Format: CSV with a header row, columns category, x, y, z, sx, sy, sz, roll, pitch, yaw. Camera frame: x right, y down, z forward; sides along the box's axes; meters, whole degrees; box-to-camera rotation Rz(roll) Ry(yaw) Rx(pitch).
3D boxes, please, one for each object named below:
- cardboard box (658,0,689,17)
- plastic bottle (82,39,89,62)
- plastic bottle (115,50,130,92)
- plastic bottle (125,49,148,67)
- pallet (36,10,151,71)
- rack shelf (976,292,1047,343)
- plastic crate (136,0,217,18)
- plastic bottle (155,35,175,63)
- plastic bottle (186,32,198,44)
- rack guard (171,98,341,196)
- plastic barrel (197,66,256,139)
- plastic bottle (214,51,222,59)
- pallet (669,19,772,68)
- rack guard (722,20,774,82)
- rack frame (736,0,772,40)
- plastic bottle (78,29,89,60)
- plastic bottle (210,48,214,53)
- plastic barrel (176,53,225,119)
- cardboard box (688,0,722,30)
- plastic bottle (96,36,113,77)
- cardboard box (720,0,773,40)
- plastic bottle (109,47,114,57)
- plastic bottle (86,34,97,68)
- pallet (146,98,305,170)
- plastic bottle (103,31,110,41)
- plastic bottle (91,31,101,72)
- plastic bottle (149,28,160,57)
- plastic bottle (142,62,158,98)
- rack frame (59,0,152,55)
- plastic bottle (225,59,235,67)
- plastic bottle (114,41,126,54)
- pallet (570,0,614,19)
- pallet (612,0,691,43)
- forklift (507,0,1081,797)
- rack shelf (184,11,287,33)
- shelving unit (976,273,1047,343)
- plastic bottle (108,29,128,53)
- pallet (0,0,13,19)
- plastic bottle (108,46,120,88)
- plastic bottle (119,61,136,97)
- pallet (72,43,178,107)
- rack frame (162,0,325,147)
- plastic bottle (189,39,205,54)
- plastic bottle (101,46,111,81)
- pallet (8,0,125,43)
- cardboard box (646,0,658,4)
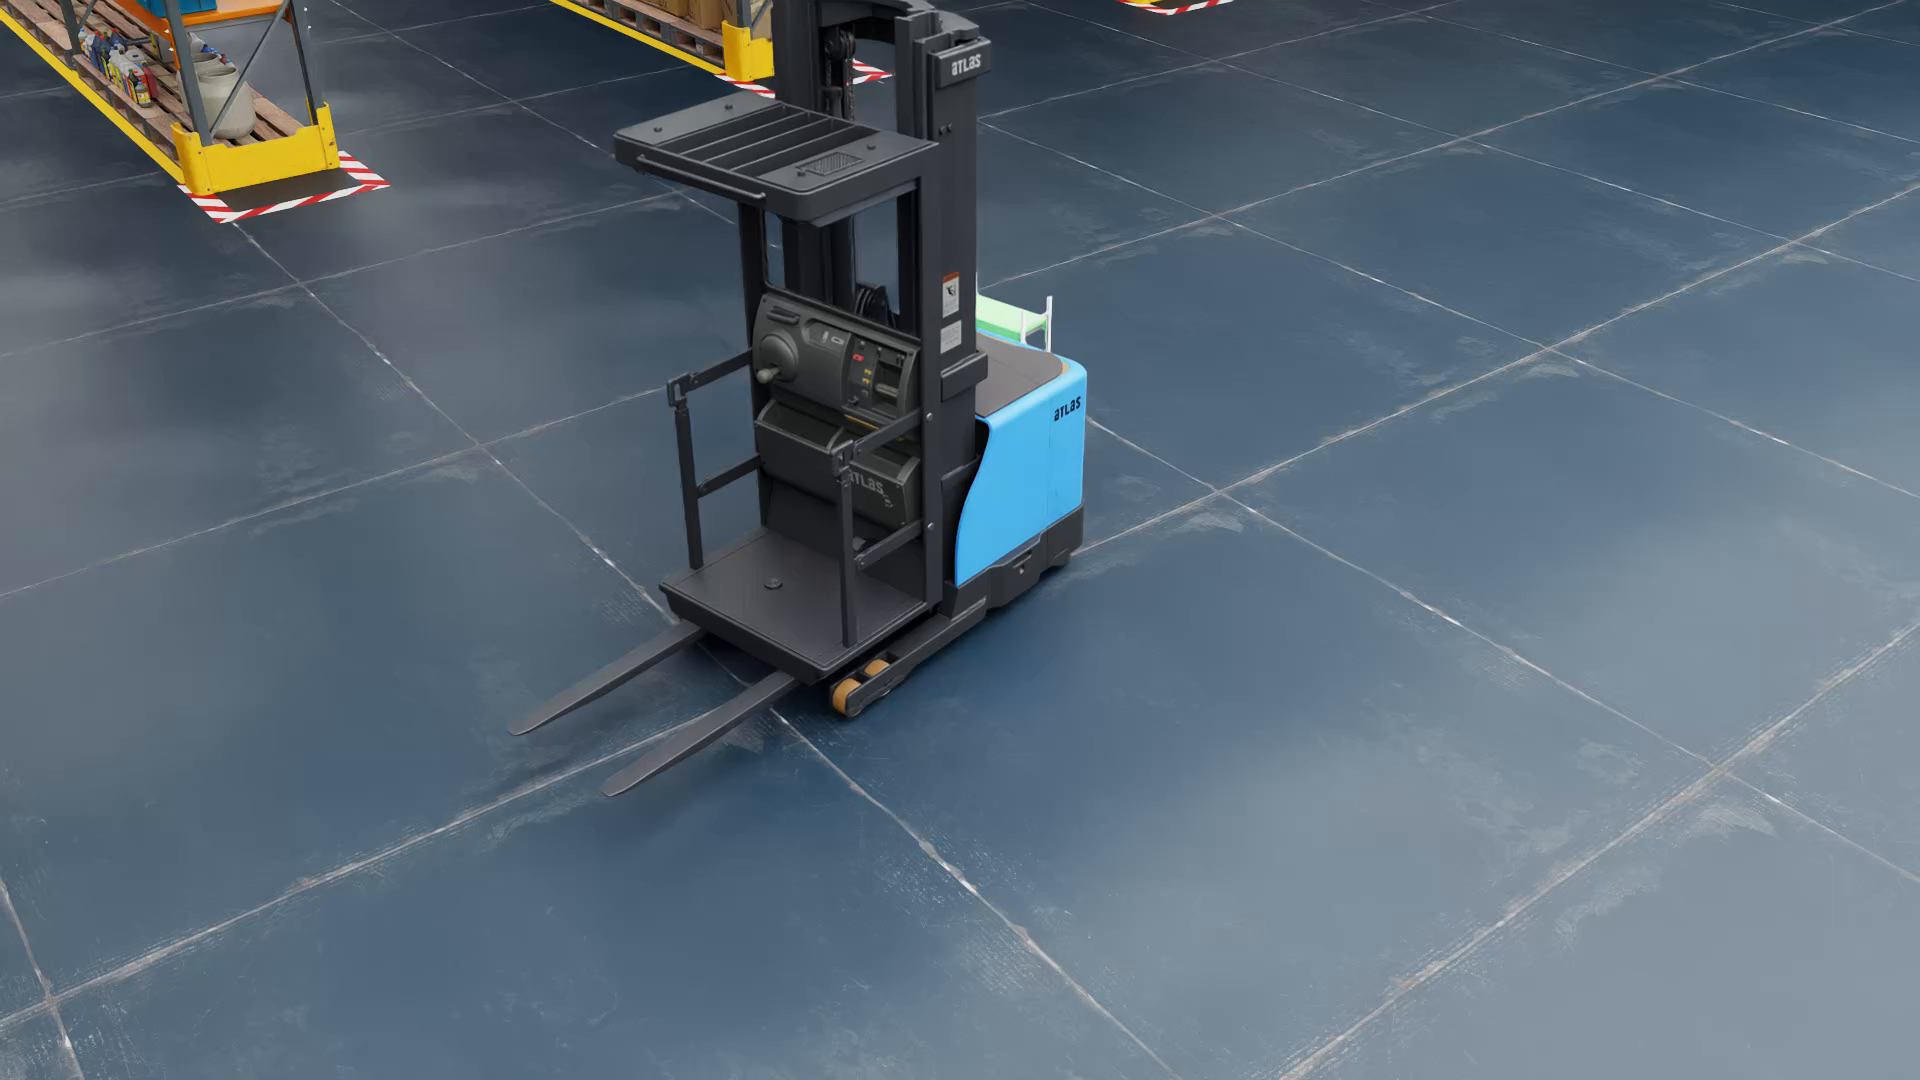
category,x,y,z,sx,sy,sz,roll,pitch,yaw
cardboard box,-2.789,-5.710,17.071,0.500,0.500,0.500,-19,36,-27
plastic bottle,-8.111,-4.568,15.497,0.097,0.201,0.097,0,32,0
plastic bottle,-7.364,-4.145,14.674,0.144,0.351,0.185,-21,37,-29
plastic bottle,-7.377,-4.249,14.912,0.152,0.276,0.135,-22,38,-31
pallet,-8.534,-5.017,16.628,1.003,0.211,1.213,-22,38,-31
rack shelf,0.197,-1.117,8.622,0.480,0.148,0.258,23,39,33
plastic crate,-7.911,-5.581,14.833,0.499,0.464,6.483,-22,38,-31
plastic bottle,-7.383,-4.603,15.483,0.152,0.276,0.135,-22,38,-31
plastic bottle,-7.084,-4.559,15.341,0.144,0.351,0.185,-23,38,-32
rack guard,-5.653,-3.174,13.387,1.175,0.500,0.348,-22,38,-31
plastic barrel,-6.033,-3.591,13.649,0.421,0.512,0.421,0,32,0
plastic bottle,-6.645,-4.247,14.914,0.097,0.271,0.097,0,32,0
pallet,-2.174,-5.019,16.632,1.003,0.211,1.213,-22,38,-31
rack guard,-1.703,-4.792,15.992,1.175,0.500,0.348,-22,38,-31
rack frame,-1.657,-5.822,15.281,1.000,3.000,0.127,-22,38,-31
plastic bottle,-8.173,-4.640,15.547,0.097,0.271,0.097,0,32,0
plastic bottle,-6.706,-4.289,14.981,0.097,0.271,0.097,0,32,0
plastic barrel,-6.340,-3.800,13.985,0.421,0.512,0.421,0,32,0
cardboard box,-2.420,-5.443,16.641,0.614,0.500,0.614,-22,38,-31
plastic bottle,-7.739,-4.399,15.084,0.144,0.351,0.185,-24,39,-33
cardboard box,-2.026,-5.205,16.258,0.500,0.500,0.500,-15,35,-23
plastic bottle,-7.619,-4.316,15.026,0.097,0.271,0.097,0,32,0
plastic bottle,-7.953,-4.516,15.343,0.152,0.276,0.135,-21,37,-30
pallet,-6.147,-3.392,14.011,1.003,0.211,1.213,-22,38,-31
plastic bottle,-7.869,-4.554,15.397,0.061,0.283,0.133,-22,38,-31
plastic bottle,-7.855,-4.478,15.210,0.144,0.351,0.185,-21,38,-30
plastic bottle,-7.513,-4.727,15.611,0.144,0.351,0.185,-22,38,-31
plastic bottle,-7.091,-4.025,14.545,0.061,0.283,0.133,-22,38,-31
rack frame,-8.022,-5.887,15.385,1.000,3.000,0.127,-22,38,-31
plastic bottle,-6.435,-4.104,14.684,0.097,0.271,0.097,0,32,0
plastic bottle,-7.671,-4.423,15.197,0.097,0.271,0.097,0,32,0
pallet,-3.670,-6.036,18.269,1.003,0.211,1.213,-22,38,-31
pallet,-2.918,-5.528,17.450,1.003,0.211,1.213,-22,38,-31
forklift,-0.698,-0.753,7.184,1.121,2.935,3.031,24,39,33
rack shelf,-6.796,-4.809,14.195,0.831,0.071,3.687,-22,38,-31
shelving unit,0.193,-0.765,8.845,0.492,1.200,0.258,23,39,33
plastic bottle,-7.741,-4.525,15.286,0.144,0.351,0.185,-22,38,-31
pallet,-10.030,-6.034,18.265,1.003,0.211,1.213,-22,38,-31
plastic bottle,-7.478,-4.222,14.799,0.144,0.351,0.185,-23,38,-32
plastic bottle,-7.260,-4.045,14.584,0.152,0.276,0.135,-23,39,-33
pallet,-7.643,-4.409,15.649,1.003,0.211,1.213,-22,38,-31
rack frame,-5.569,-4.220,12.701,1.000,3.000,0.127,-22,38,-31
plastic bottle,-6.987,-4.458,15.249,0.152,0.276,0.135,-22,38,-31
plastic bottle,-7.671,-4.288,14.969,0.061,0.283,0.133,-20,37,-29
pallet,-9.287,-5.526,17.447,1.003,0.211,1.213,-22,38,-31
cardboard box,-3.096,-5.957,17.469,0.500,0.500,0.500,-26,40,-35
